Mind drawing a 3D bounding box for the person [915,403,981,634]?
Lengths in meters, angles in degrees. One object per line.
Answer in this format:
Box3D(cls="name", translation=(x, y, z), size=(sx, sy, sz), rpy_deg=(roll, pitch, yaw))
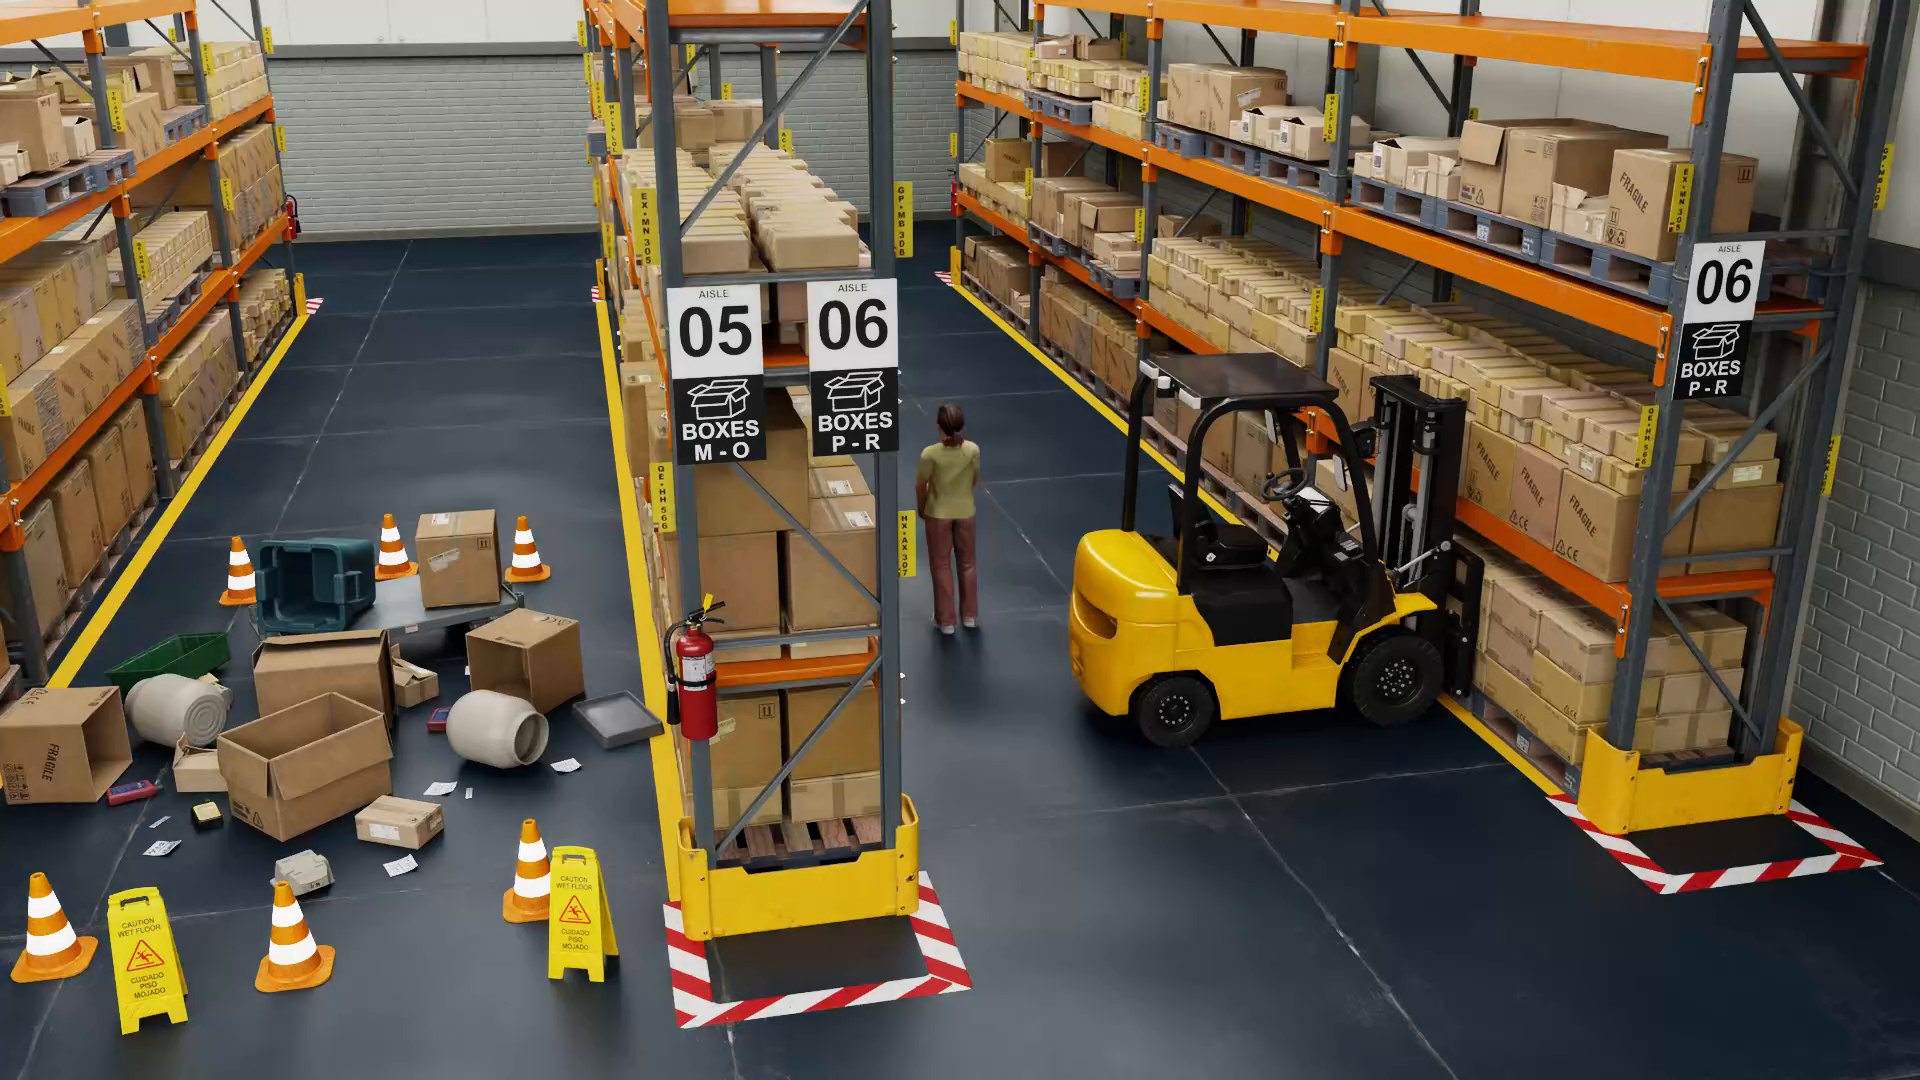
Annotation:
Box3D(cls="person", translation=(-0.089, -0.163, 11.537), size=(0.465, 1.664, 0.498), rpy_deg=(-6, 20, -15))
